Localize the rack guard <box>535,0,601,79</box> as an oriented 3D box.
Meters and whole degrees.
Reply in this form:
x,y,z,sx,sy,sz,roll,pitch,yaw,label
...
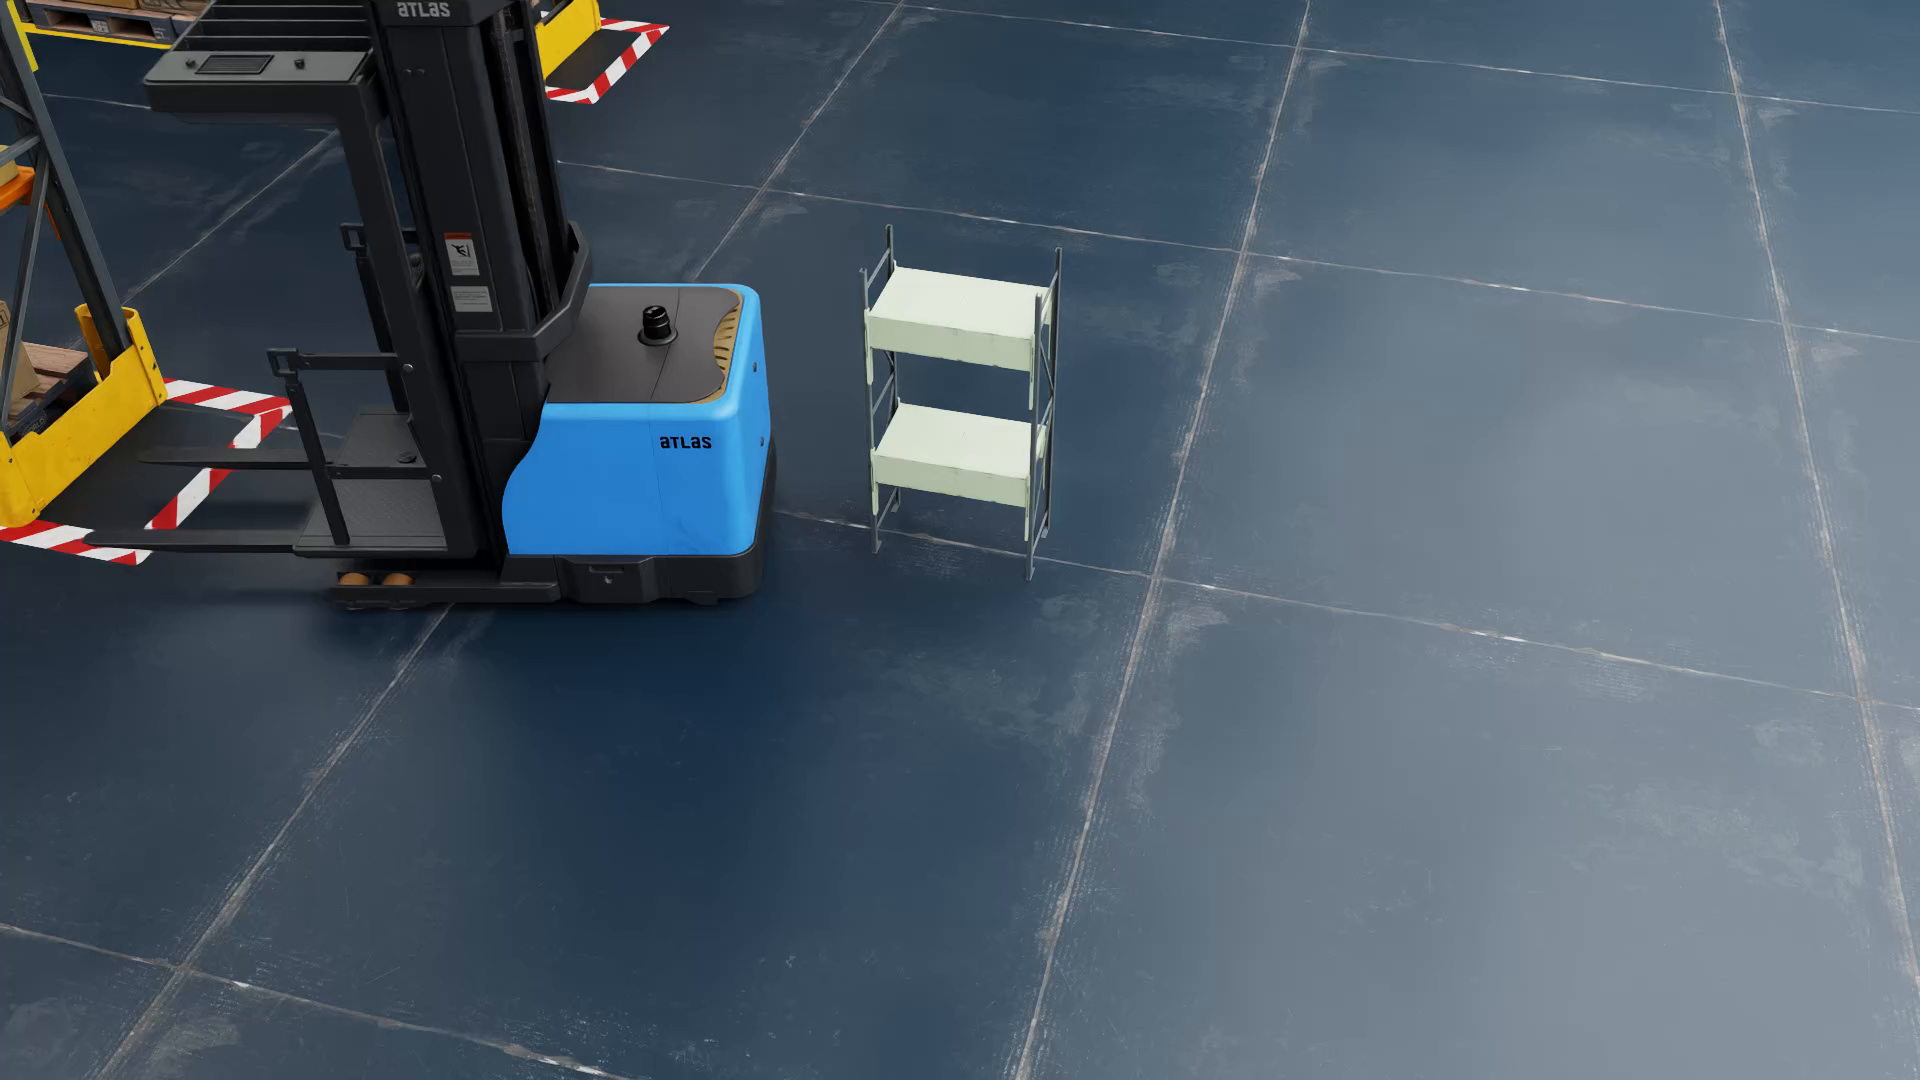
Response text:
x,y,z,sx,sy,sz,roll,pitch,yaw,label
-2.953,-3.678,11.765,0.348,0.500,1.175,10,41,11,rack guard

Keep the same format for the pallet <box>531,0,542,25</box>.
x,y,z,sx,sy,sz,roll,pitch,yaw,label
-3.769,-3.655,11.963,1.213,0.211,1.003,10,41,11,pallet

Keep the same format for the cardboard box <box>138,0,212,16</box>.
x,y,z,sx,sy,sz,roll,pitch,yaw,label
-5.379,-4.356,11.954,0.875,0.875,0.875,10,41,12,cardboard box

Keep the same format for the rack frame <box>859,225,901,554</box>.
x,y,z,sx,sy,sz,roll,pitch,yaw,label
-0.347,-0.634,7.363,0.023,1.500,0.400,10,41,11,rack frame

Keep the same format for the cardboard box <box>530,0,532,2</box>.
x,y,z,sx,sy,sz,roll,pitch,yaw,label
-3.649,-4.058,11.599,0.875,0.875,0.875,10,41,12,cardboard box

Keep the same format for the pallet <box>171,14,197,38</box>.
x,y,z,sx,sy,sz,roll,pitch,yaw,label
-4.944,-3.859,12.206,1.213,0.211,1.003,10,41,11,pallet

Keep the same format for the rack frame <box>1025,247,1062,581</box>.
x,y,z,sx,sy,sz,roll,pitch,yaw,label
0.360,-0.512,7.218,0.023,1.500,0.400,10,41,11,rack frame

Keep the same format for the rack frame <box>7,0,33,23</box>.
x,y,z,sx,sy,sz,roll,pitch,yaw,label
-6.840,-5.304,11.757,0.127,3.000,1.000,10,41,11,rack frame

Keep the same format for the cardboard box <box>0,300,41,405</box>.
x,y,z,sx,sy,sz,roll,pitch,yaw,label
-4.955,-0.892,8.121,0.500,0.500,0.500,17,43,19,cardboard box

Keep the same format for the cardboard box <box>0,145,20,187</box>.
x,y,z,sx,sy,sz,roll,pitch,yaw,label
-4.570,-1.674,7.630,0.250,0.149,0.380,10,41,11,cardboard box

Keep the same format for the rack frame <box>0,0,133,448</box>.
x,y,z,sx,sy,sz,roll,pitch,yaw,label
-4.356,-1.574,7.317,0.127,3.000,1.000,10,41,11,rack frame

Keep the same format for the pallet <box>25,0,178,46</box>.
x,y,z,sx,sy,sz,roll,pitch,yaw,label
-6.126,-4.061,12.446,1.213,0.211,1.003,10,41,11,pallet

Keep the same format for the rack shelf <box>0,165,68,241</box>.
x,y,z,sx,sy,sz,roll,pitch,yaw,label
-6.288,-1.631,7.944,4.000,0.370,1.077,10,41,11,rack shelf

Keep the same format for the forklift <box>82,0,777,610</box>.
x,y,z,sx,sy,sz,roll,pitch,yaw,label
-2.405,-1.152,6.867,3.031,2.935,1.130,0,40,0,forklift

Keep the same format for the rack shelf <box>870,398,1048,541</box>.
x,y,z,sx,sy,sz,roll,pitch,yaw,label
0.006,-0.324,7.501,0.720,0.370,0.431,10,41,11,rack shelf

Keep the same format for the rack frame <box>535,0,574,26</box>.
x,y,z,sx,sy,sz,roll,pitch,yaw,label
-2.976,-4.639,10.966,0.127,3.000,1.000,10,41,11,rack frame

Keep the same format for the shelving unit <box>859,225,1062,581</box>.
x,y,z,sx,sy,sz,roll,pitch,yaw,label
0.006,-0.573,7.291,0.755,1.500,0.431,10,41,11,shelving unit

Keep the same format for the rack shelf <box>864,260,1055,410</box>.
x,y,z,sx,sy,sz,roll,pitch,yaw,label
0.006,-0.872,7.040,0.720,0.370,0.431,10,41,11,rack shelf

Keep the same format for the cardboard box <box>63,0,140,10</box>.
x,y,z,sx,sy,sz,roll,pitch,yaw,label
-6.251,-4.503,12.129,0.875,0.875,0.875,10,41,12,cardboard box

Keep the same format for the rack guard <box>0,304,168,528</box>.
x,y,z,sx,sy,sz,roll,pitch,yaw,label
-4.429,-0.630,8.136,0.348,0.500,1.175,10,41,11,rack guard

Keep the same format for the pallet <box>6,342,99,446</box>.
x,y,z,sx,sy,sz,roll,pitch,yaw,label
-5.205,-0.676,8.415,1.213,0.211,1.003,10,41,11,pallet

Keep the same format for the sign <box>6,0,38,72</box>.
x,y,z,sx,sy,sz,roll,pitch,yaw,label
-4.216,-2.243,7.440,0.005,0.325,0.100,10,41,11,sign
